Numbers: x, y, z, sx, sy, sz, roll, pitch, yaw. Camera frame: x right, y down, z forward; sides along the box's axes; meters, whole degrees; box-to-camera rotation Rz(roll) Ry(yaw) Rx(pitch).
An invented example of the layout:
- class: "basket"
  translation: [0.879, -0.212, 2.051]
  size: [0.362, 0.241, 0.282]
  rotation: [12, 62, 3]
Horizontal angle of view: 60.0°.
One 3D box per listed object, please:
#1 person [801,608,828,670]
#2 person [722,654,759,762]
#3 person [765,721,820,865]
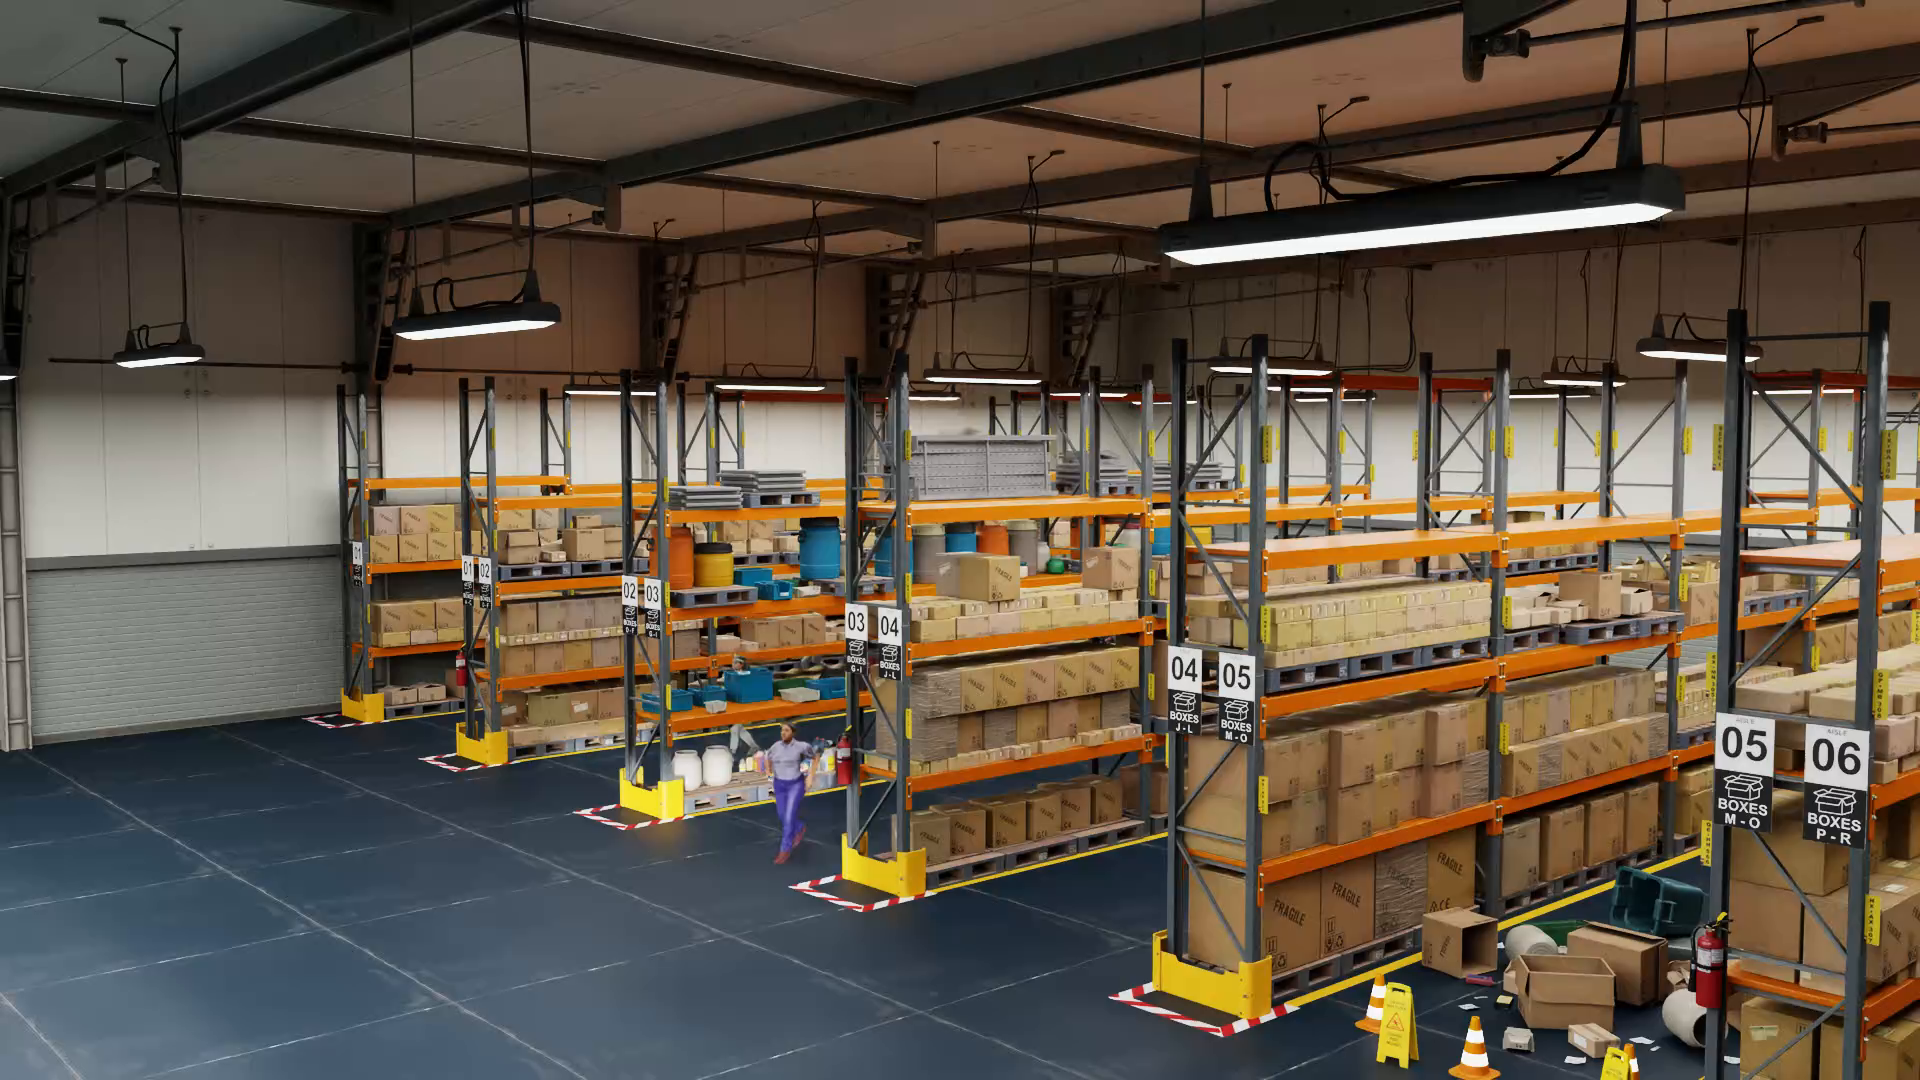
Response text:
- class: "person"
  translation: [-2.865, 2.102, 33.382]
  size: [0.793, 1.845, 0.675]
  rotation: [-3, 5, -38]
- class: "person"
  translation: [-3.430, 2.605, 25.740]
  size: [0.605, 1.713, 0.854]
  rotation: [4, 5, 44]
- class: "person"
  translation: [-2.060, 3.012, 20.137]
  size: [0.647, 1.657, 0.846]
  rotation: [2, 4, 22]
